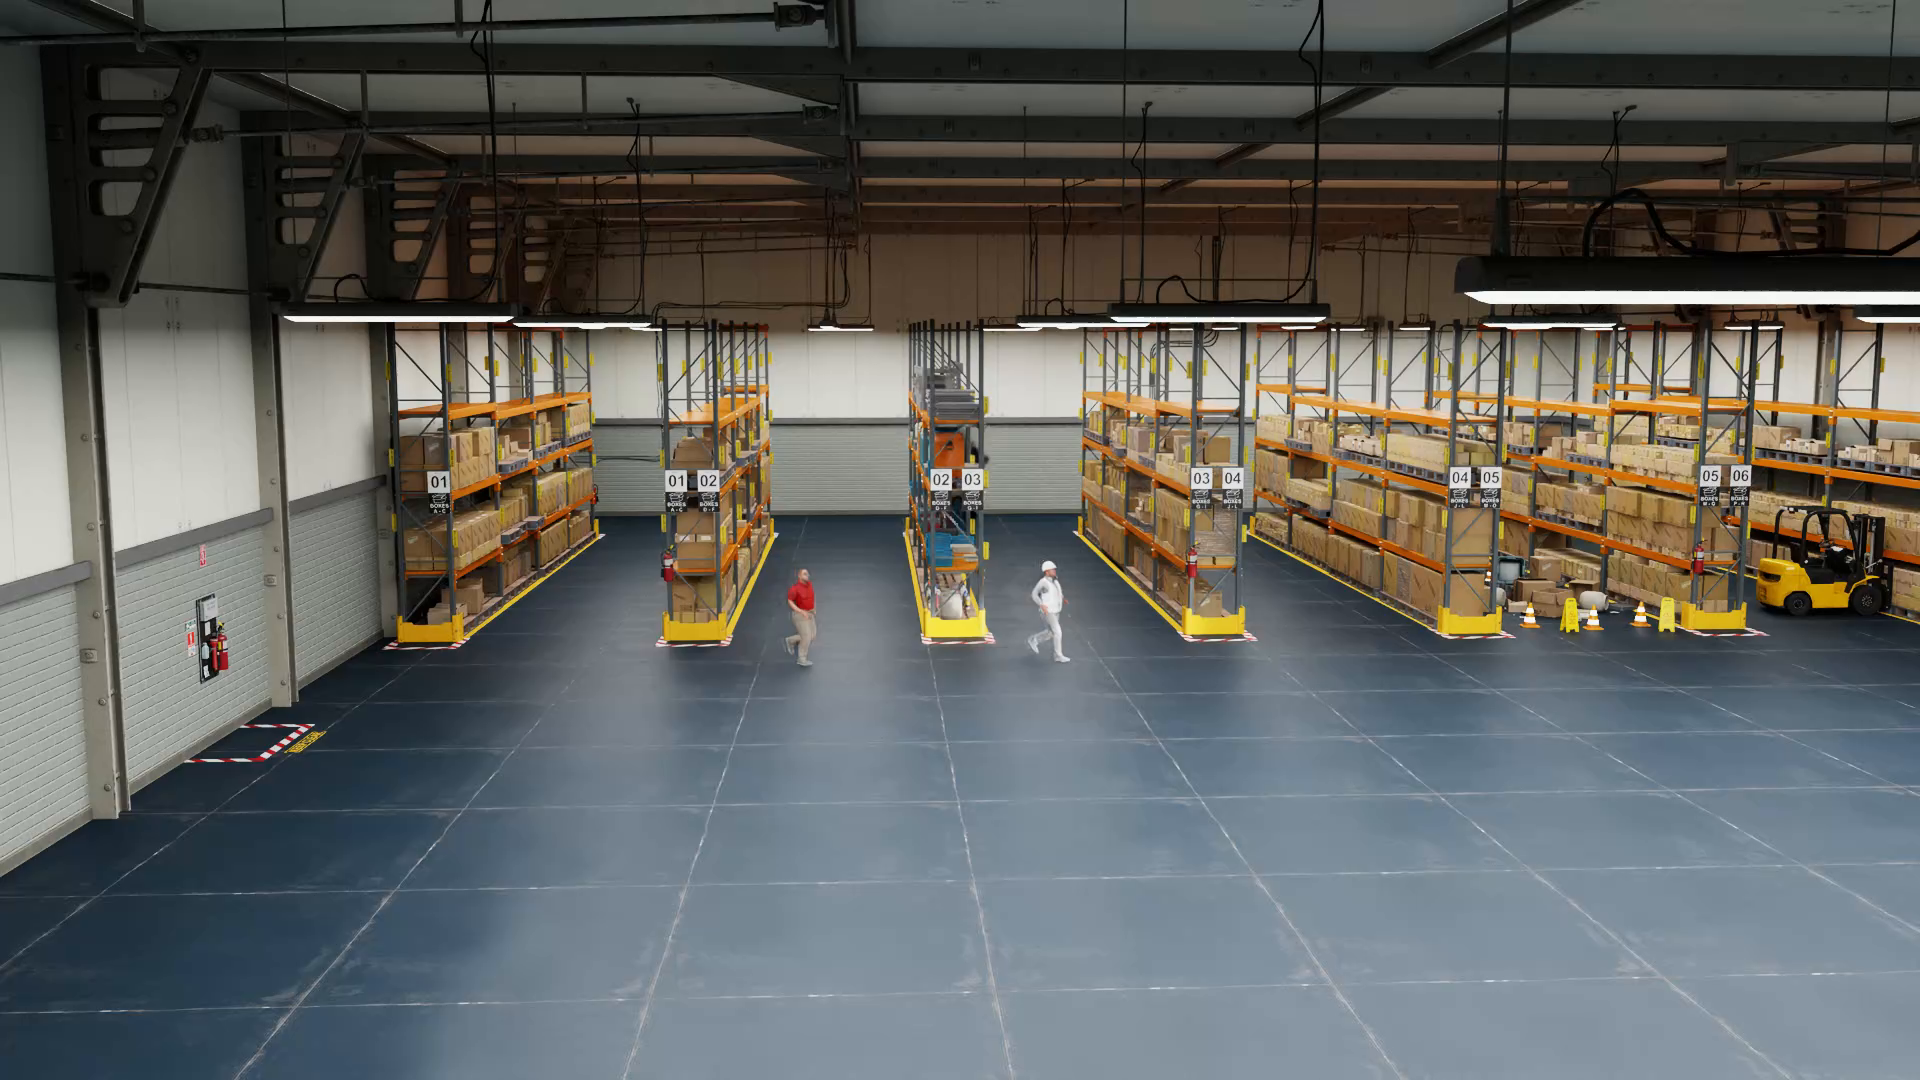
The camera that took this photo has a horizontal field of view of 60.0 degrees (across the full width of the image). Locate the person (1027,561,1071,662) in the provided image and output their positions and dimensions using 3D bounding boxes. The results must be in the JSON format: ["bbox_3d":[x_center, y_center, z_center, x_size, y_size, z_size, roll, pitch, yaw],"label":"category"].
[{"bbox_3d":[1.551,1.243,29.195,0.909,1.749,0.684,4,8,31],"label":"person"}]

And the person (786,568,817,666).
[{"bbox_3d":[-2.780,1.328,28.926,0.665,1.692,0.675,4,8,31],"label":"person"}]
